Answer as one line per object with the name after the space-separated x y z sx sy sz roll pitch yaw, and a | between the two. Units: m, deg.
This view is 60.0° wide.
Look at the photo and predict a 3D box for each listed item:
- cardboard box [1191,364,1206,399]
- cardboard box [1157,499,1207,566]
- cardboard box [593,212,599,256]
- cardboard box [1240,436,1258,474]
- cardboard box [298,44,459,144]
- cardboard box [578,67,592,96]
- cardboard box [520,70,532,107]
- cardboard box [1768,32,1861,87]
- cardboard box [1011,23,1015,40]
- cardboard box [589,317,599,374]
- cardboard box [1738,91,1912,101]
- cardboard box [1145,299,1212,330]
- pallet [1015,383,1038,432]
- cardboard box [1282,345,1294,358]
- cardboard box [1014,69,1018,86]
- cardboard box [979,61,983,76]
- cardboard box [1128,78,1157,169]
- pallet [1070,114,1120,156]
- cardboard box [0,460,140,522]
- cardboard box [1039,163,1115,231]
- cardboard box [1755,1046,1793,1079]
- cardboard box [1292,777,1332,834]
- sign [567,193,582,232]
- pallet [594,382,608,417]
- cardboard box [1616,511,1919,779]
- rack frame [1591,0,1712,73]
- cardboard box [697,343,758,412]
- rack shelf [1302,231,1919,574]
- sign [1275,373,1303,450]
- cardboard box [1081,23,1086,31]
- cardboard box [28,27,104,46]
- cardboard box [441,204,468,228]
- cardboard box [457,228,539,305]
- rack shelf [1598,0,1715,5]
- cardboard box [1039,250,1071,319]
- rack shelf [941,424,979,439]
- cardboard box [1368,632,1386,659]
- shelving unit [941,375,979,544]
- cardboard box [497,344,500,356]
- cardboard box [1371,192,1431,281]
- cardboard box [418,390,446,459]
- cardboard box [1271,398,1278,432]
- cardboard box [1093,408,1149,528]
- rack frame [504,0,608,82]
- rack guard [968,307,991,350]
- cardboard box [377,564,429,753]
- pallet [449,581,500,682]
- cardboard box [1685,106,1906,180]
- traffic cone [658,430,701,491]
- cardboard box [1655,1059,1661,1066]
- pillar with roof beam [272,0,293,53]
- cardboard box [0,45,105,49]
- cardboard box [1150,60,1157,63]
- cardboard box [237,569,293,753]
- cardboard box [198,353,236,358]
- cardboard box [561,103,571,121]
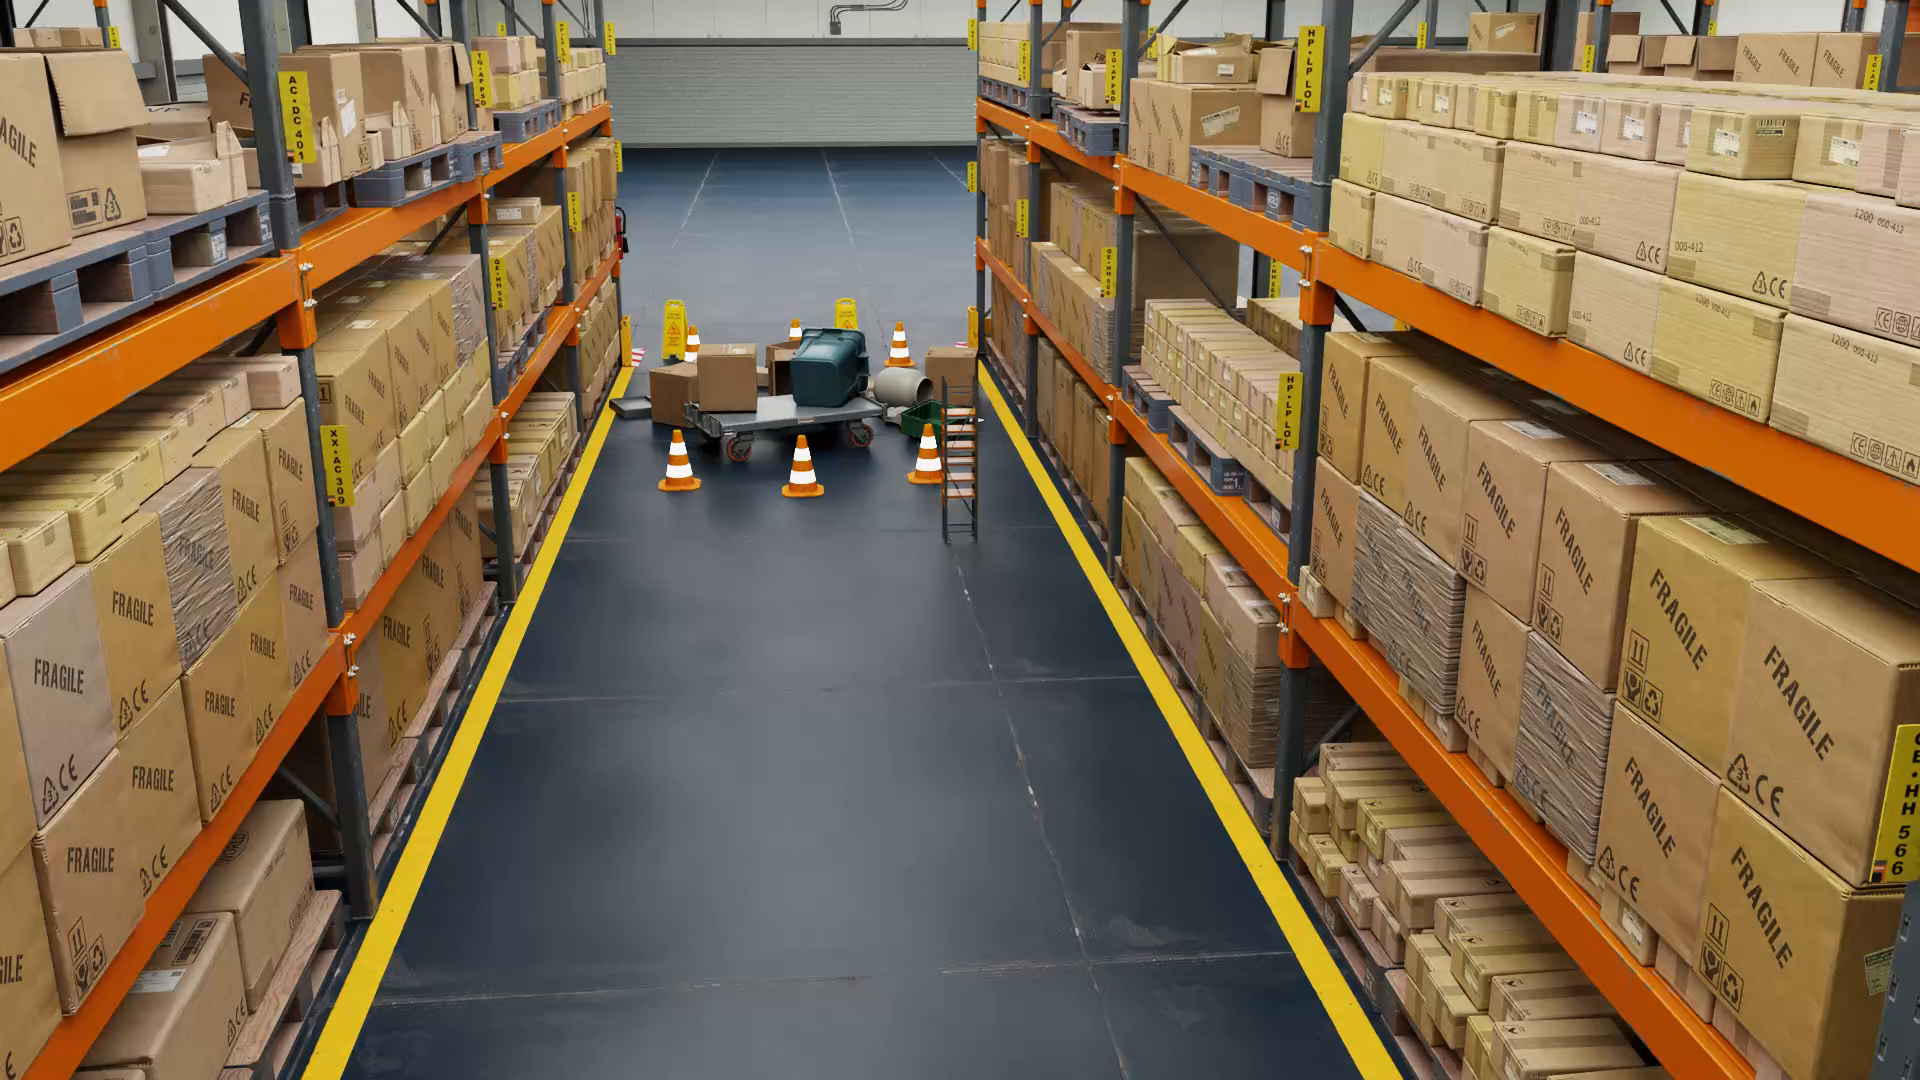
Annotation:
1.497 -0.883 9.204 0.380 0.149 0.250 -2 18 -6 | cardboard box
1.434 -0.048 9.543 0.500 0.250 0.500 -2 18 -5 | cardboard box
-3.767 -2.981 16.002 0.500 0.500 0.500 -2 17 -5 | cardboard box
1.611 -0.422 8.231 0.380 0.149 0.250 -3 18 -8 | cardboard box
-3.109 -2.402 8.943 0.700 0.500 0.500 -3 18 -8 | cardboard box
-3.741 -4.298 15.604 0.500 0.250 0.500 -2 18 -5 | cardboard box
-3.561 -3.443 12.676 0.500 0.250 0.500 -2 17 -5 | cardboard box
6.095 -3.322 11.741 0.500 0.500 0.500 -2 18 -6 | cardboard box
0.669 -4.650 15.192 0.380 0.149 0.250 -1 17 -5 | cardboard box
-3.672 -1.793 15.517 0.500 0.500 0.500 -1 17 -3 | cardboard box
2.400 -1.167 4.627 0.380 0.149 0.250 -1 17 -4 | cardboard box
1.368 -1.414 10.398 0.380 0.149 0.250 -2 18 -6 | cardboard box
1.100 -1.285 15.917 1.003 0.211 1.213 -2 18 -6 | pallet
2.101 -1.051 9.740 0.380 0.149 0.250 -2 18 -6 | cardboard box
0.690 -4.196 15.079 0.380 0.149 0.250 -2 17 -5 | cardboard box
0.404 -5.025 17.720 0.380 0.149 0.250 -2 18 -5 | cardboard box
1.307 -2.495 9.942 0.500 0.500 0.500 -2 18 -6 | cardboard box
1.394 -2.726 11.159 1.213 0.211 1.003 -1 17 -3 | pallet
-2.530 -0.116 4.621 0.380 0.149 0.250 -2 18 -6 | cardboard box
1.096 -3.084 14.939 0.875 0.550 0.550 -2 18 -6 | cardboard box
2.023 1.220 3.701 0.380 0.149 0.250 -2 18 -6 | cardboard box
1.644 1.133 7.122 0.380 0.149 0.250 -1 17 -3 | cardboard box
-3.261 -2.774 14.072 0.100 0.325 0.005 -2 18 -6 | sign
-4.046 -1.436 16.399 1.003 0.211 1.213 -2 18 -6 | pallet
1.991 0.243 4.063 0.500 0.500 0.500 -2 18 -8 | cardboard box
6.044 -5.372 14.264 1.000 3.000 0.127 -2 18 -6 | rack frame
-2.046 -1.436 14.652 0.500 0.500 0.500 -2 18 -6 | cardboard box
2.132 -0.495 4.938 1.077 0.370 4.000 -2 18 -6 | rack shelf
1.374 -0.537 6.947 0.100 0.325 0.005 -2 18 -6 | sign
1.321 -4.672 15.263 0.380 0.149 0.250 -2 18 -7 | cardboard box
-8.874 -4.843 16.553 0.500 0.500 0.500 -1 17 -4 | cardboard box
-3.902 -2.431 12.465 0.380 0.149 0.250 -1 17 -3 | cardboard box
-3.383 -2.005 12.191 0.500 0.500 0.500 -2 18 -8 | cardboard box
6.250 -4.242 12.533 1.077 0.370 4.000 -2 18 -6 | rack shelf
0.940 -2.119 13.750 0.500 0.500 0.500 -2 18 -5 | cardboard box
-0.002 -0.763 11.953 0.258 0.103 0.180 -2 18 -6 | rack shelf
1.809 0.364 6.429 0.380 0.149 0.250 -3 18 -8 | cardboard box
-0.002 -0.577 12.011 0.258 1.200 0.189 -2 18 -6 | shelving unit
-3.245 -1.280 10.964 0.380 0.149 0.250 -3 18 -9 | cardboard box
1.771 -1.067 5.811 0.500 0.250 0.500 -2 18 -6 | cardboard box
-2.914 -0.583 8.441 0.500 0.250 0.500 -2 18 -7 | cardboard box
1.661 -0.561 7.680 0.380 0.149 0.250 -2 18 -7 | cardboard box
1.539 -0.506 11.835 1.050 0.750 0.750 -2 18 -6 | cardboard box
-4.226 -6.257 17.084 1.000 3.000 0.127 -2 18 -6 | rack frame
0.685 -2.393 18.963 1.175 0.500 0.348 -2 18 -6 | rack guard
-3.232 0.543 8.287 0.875 0.875 0.875 -1 17 -4 | cardboard box
-3.394 0.556 10.053 1.003 0.211 1.213 -2 18 -6 | pallet
1.921 -0.918 3.834 0.380 0.149 0.250 -2 17 -5 | cardboard box
-2.293 -0.667 13.528 0.336 0.463 0.334 -2 18 -6 | traffic cone
2.413 1.733 5.210 0.380 0.149 0.250 -3 18 -8 | cardboard box
-6.943 -9.576 27.655 9.100 9.000 0.400 -2 18 -6 | pillar with roof beam
-3.136 -1.365 5.474 0.500 0.500 0.500 -1 17 -5 | cardboard box
1.552 -3.356 12.132 0.500 0.311 0.500 -2 18 -7 | cardboard box
-2.627 0.416 5.677 0.500 0.500 0.500 -2 18 -7 | cardboard box
-3.284 -0.470 6.830 0.500 0.500 0.500 -1 17 -4 | cardboard box
-3.570 -3.695 14.350 0.380 0.149 0.250 -2 18 -6 | cardboard box
